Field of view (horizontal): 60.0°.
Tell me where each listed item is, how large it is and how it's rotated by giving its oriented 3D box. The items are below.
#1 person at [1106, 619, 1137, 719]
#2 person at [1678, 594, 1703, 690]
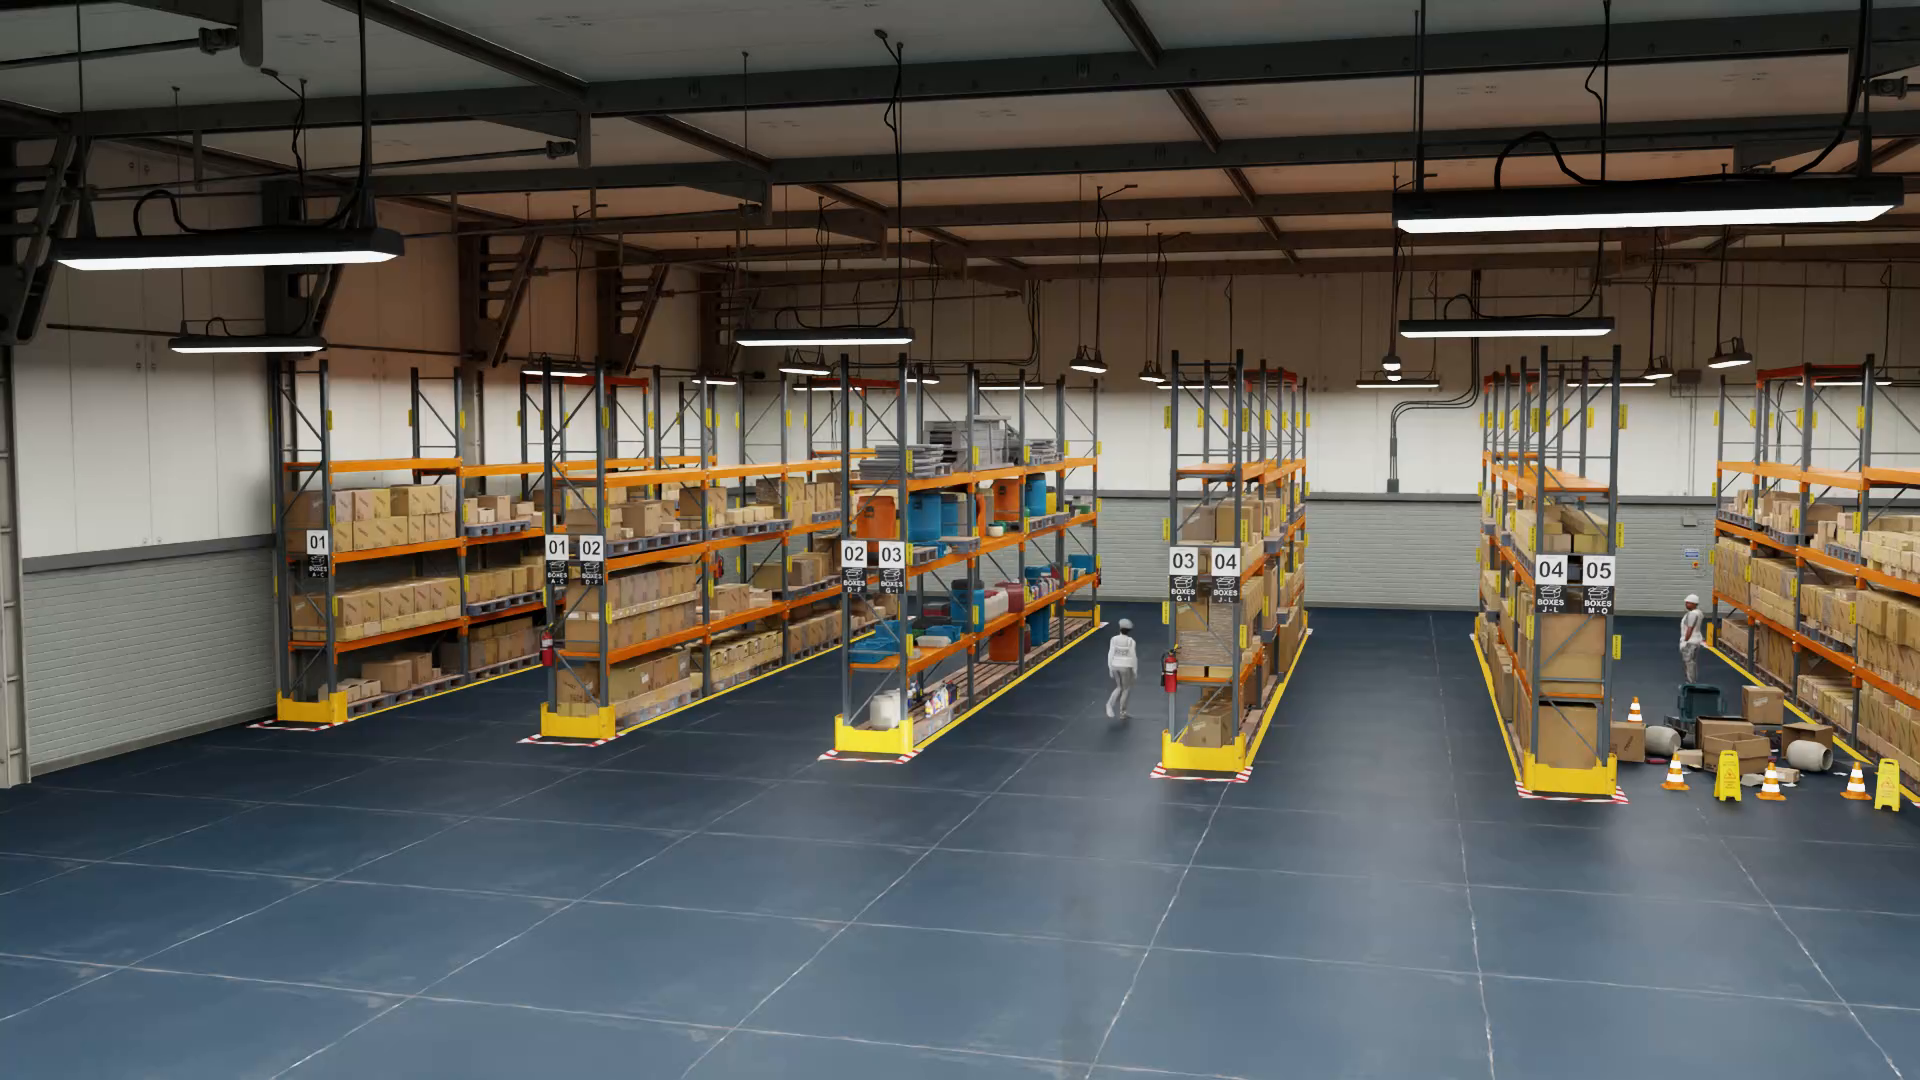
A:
[{"bbox_3d":[2.699,2.153,27.732,0.496,1.685,0.460,-4,5,-41],"label":"person"},{"bbox_3d":[13.486,1.899,30.794,0.605,1.791,0.491,-3,5,-40],"label":"person"}]
